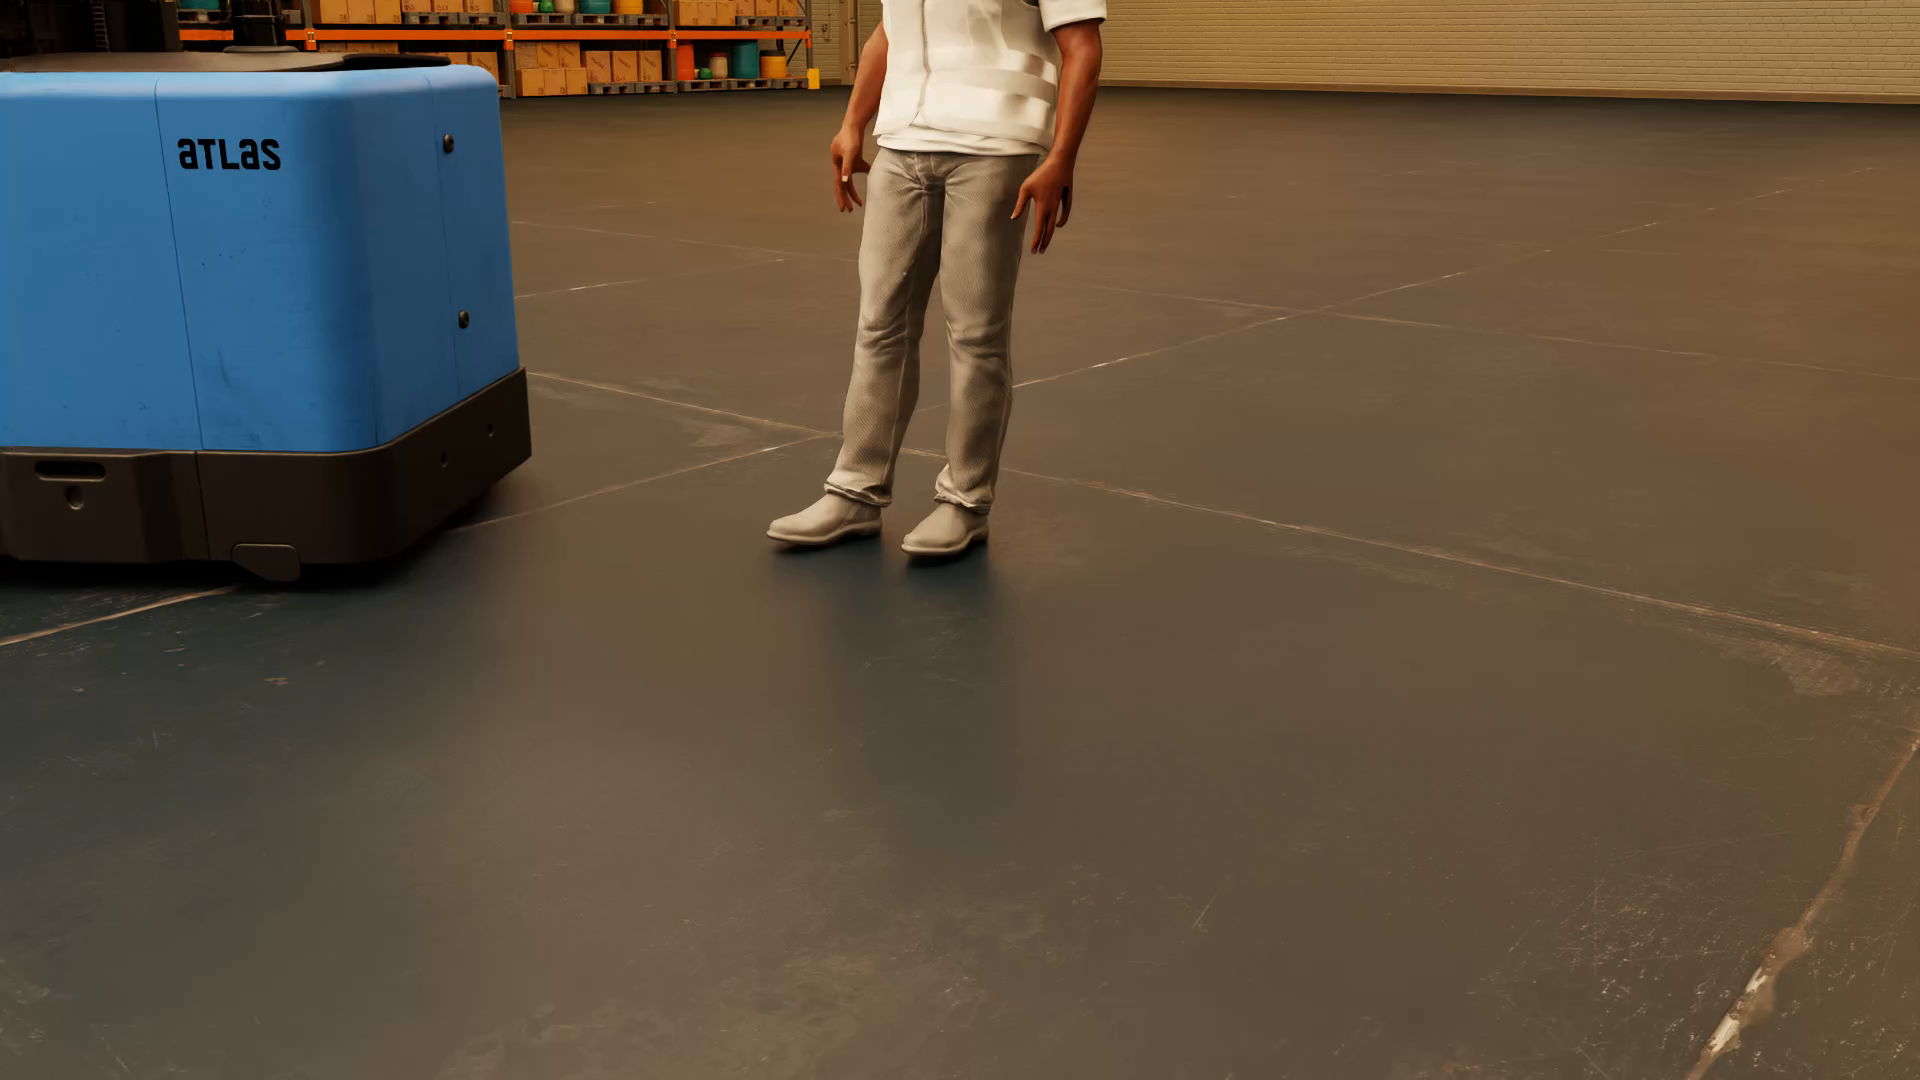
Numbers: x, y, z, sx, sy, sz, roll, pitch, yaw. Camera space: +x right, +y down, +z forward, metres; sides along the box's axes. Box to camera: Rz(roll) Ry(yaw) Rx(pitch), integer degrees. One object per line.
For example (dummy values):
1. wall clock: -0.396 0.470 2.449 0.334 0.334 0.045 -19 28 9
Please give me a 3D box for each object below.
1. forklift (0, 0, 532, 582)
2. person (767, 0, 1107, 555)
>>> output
1. forklift: -2.685 -1.467 3.729 3.031 2.935 1.130 1 17 5
2. person: -0.049 -0.838 3.636 0.666 1.765 0.577 13 21 37
